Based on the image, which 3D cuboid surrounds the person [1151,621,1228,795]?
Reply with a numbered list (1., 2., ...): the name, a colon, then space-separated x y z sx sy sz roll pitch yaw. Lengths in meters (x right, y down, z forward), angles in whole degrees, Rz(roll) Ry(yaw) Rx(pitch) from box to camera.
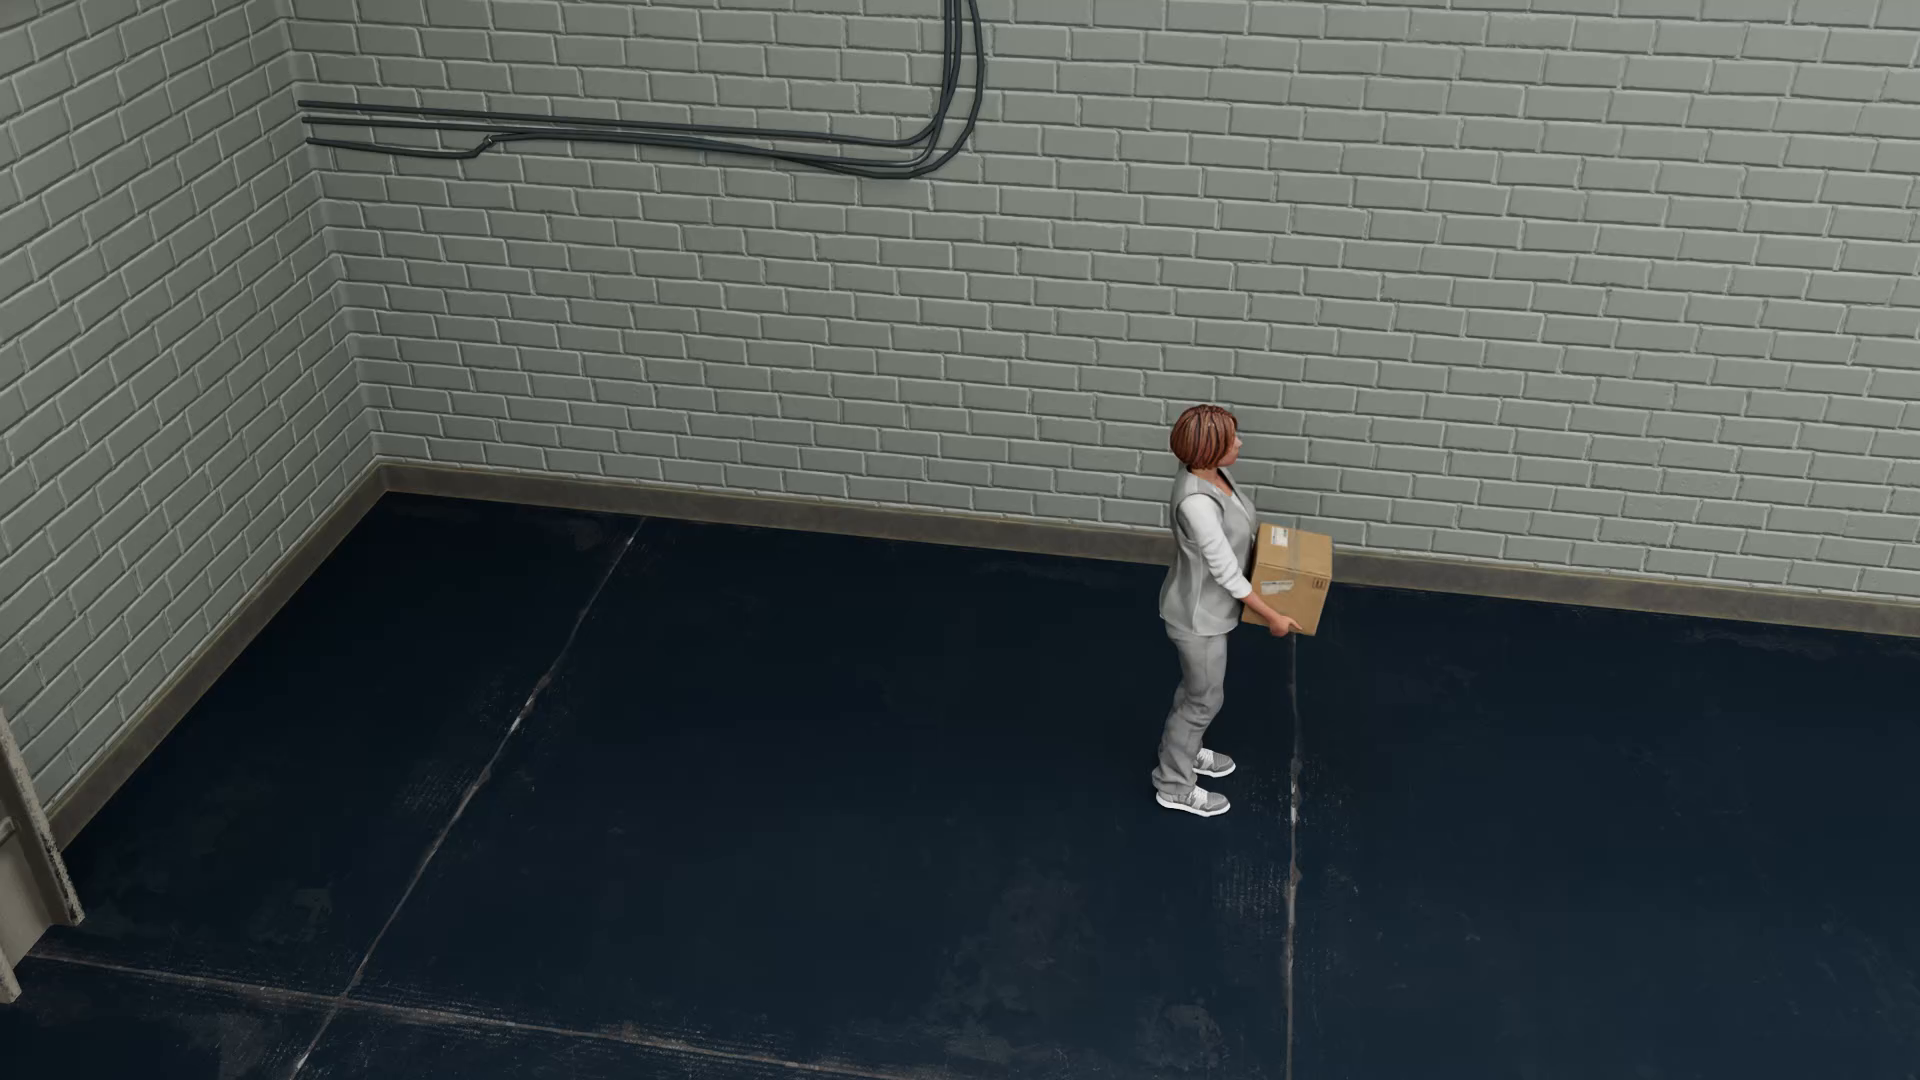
1. person: 0.838 0.504 5.932 0.248 0.851 0.354 6 33 9
